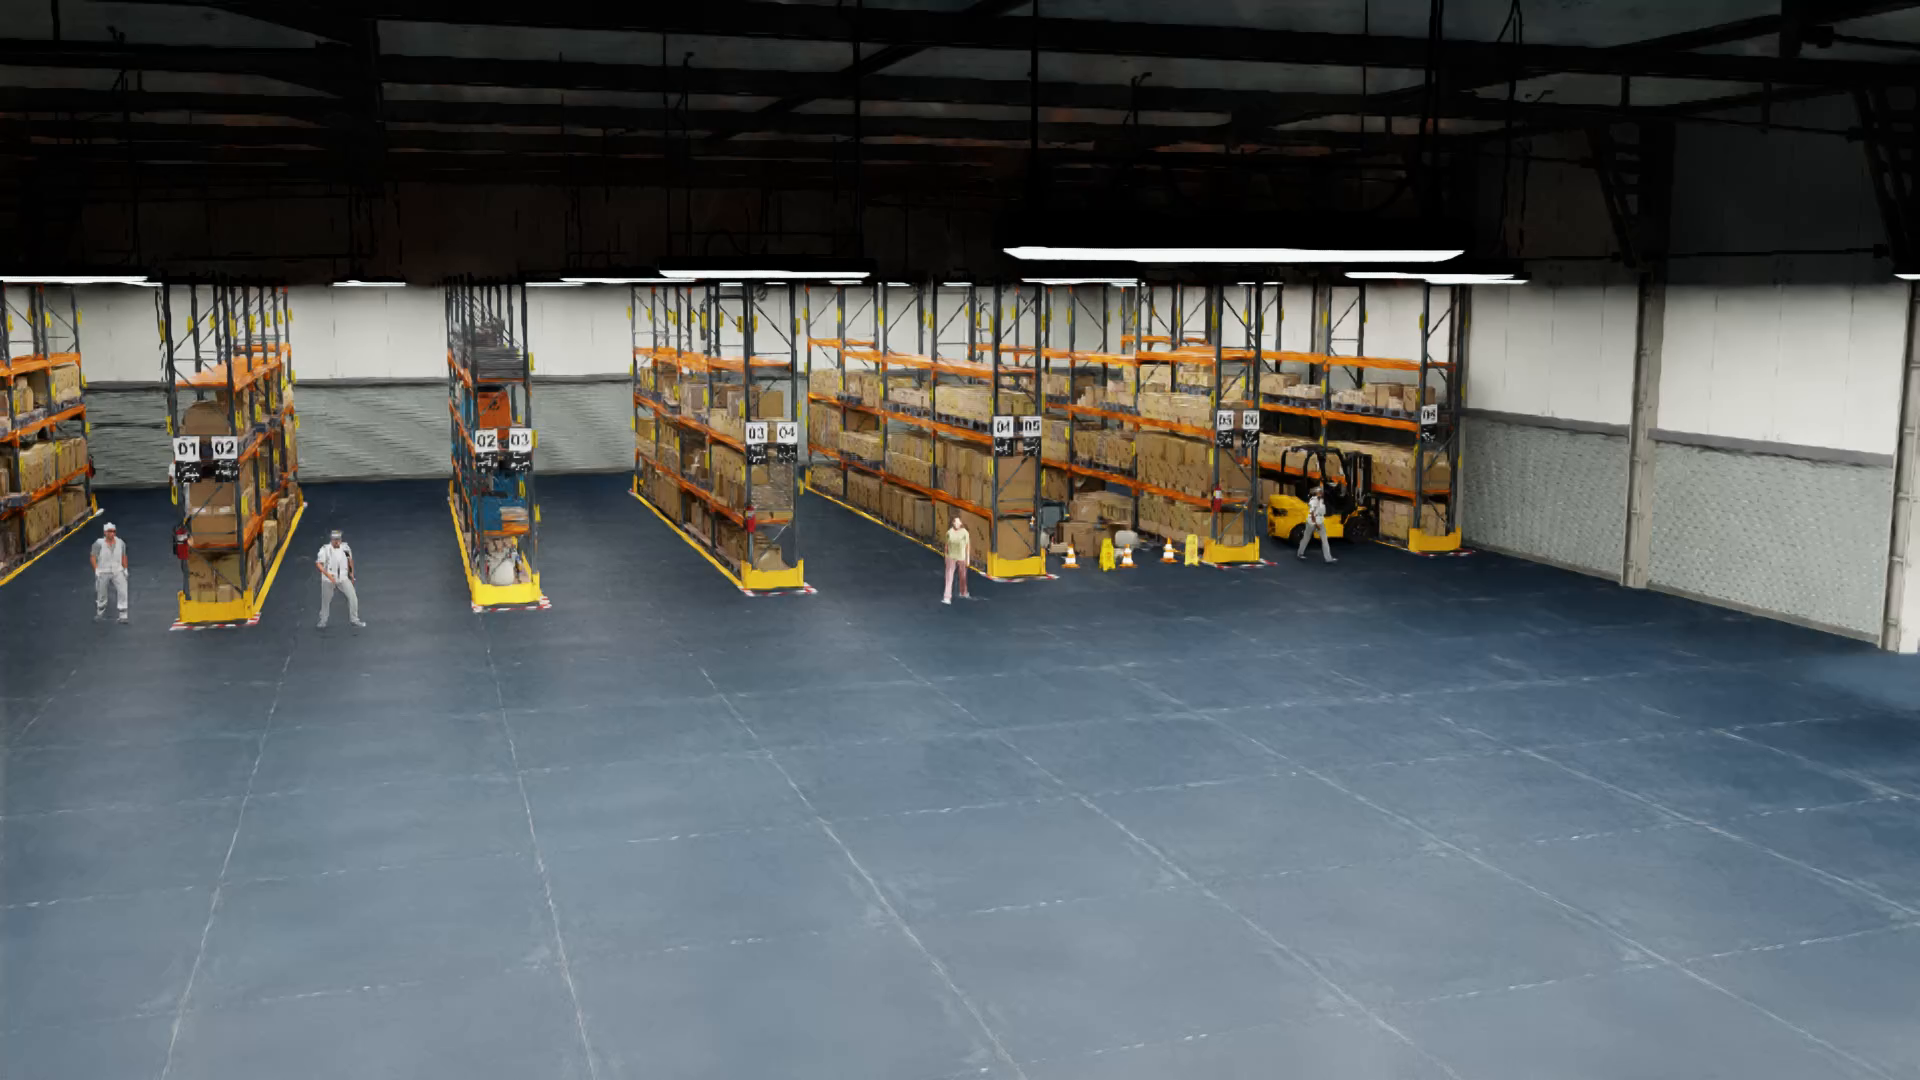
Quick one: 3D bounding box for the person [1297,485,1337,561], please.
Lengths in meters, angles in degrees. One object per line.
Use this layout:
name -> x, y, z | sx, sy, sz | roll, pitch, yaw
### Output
person -> 7.510, -0.370, 35.044 | 0.448, 1.623, 0.997 | -4, 10, -27

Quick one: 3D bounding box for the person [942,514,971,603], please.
person -> -0.057, 0.326, 30.554 | 0.486, 1.620, 0.949 | 1, 9, 6

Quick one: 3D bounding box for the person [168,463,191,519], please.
person -> -19.478, -1.392, 41.607 | 0.577, 1.691, 1.121 | -3, 9, -16

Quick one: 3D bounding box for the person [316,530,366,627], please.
person -> -10.559, 0.641, 28.191 | 0.701, 1.693, 0.857 | -6, 10, -34

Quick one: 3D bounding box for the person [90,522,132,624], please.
person -> -14.642, 0.546, 28.639 | 0.613, 1.735, 0.878 | -7, 11, -38
